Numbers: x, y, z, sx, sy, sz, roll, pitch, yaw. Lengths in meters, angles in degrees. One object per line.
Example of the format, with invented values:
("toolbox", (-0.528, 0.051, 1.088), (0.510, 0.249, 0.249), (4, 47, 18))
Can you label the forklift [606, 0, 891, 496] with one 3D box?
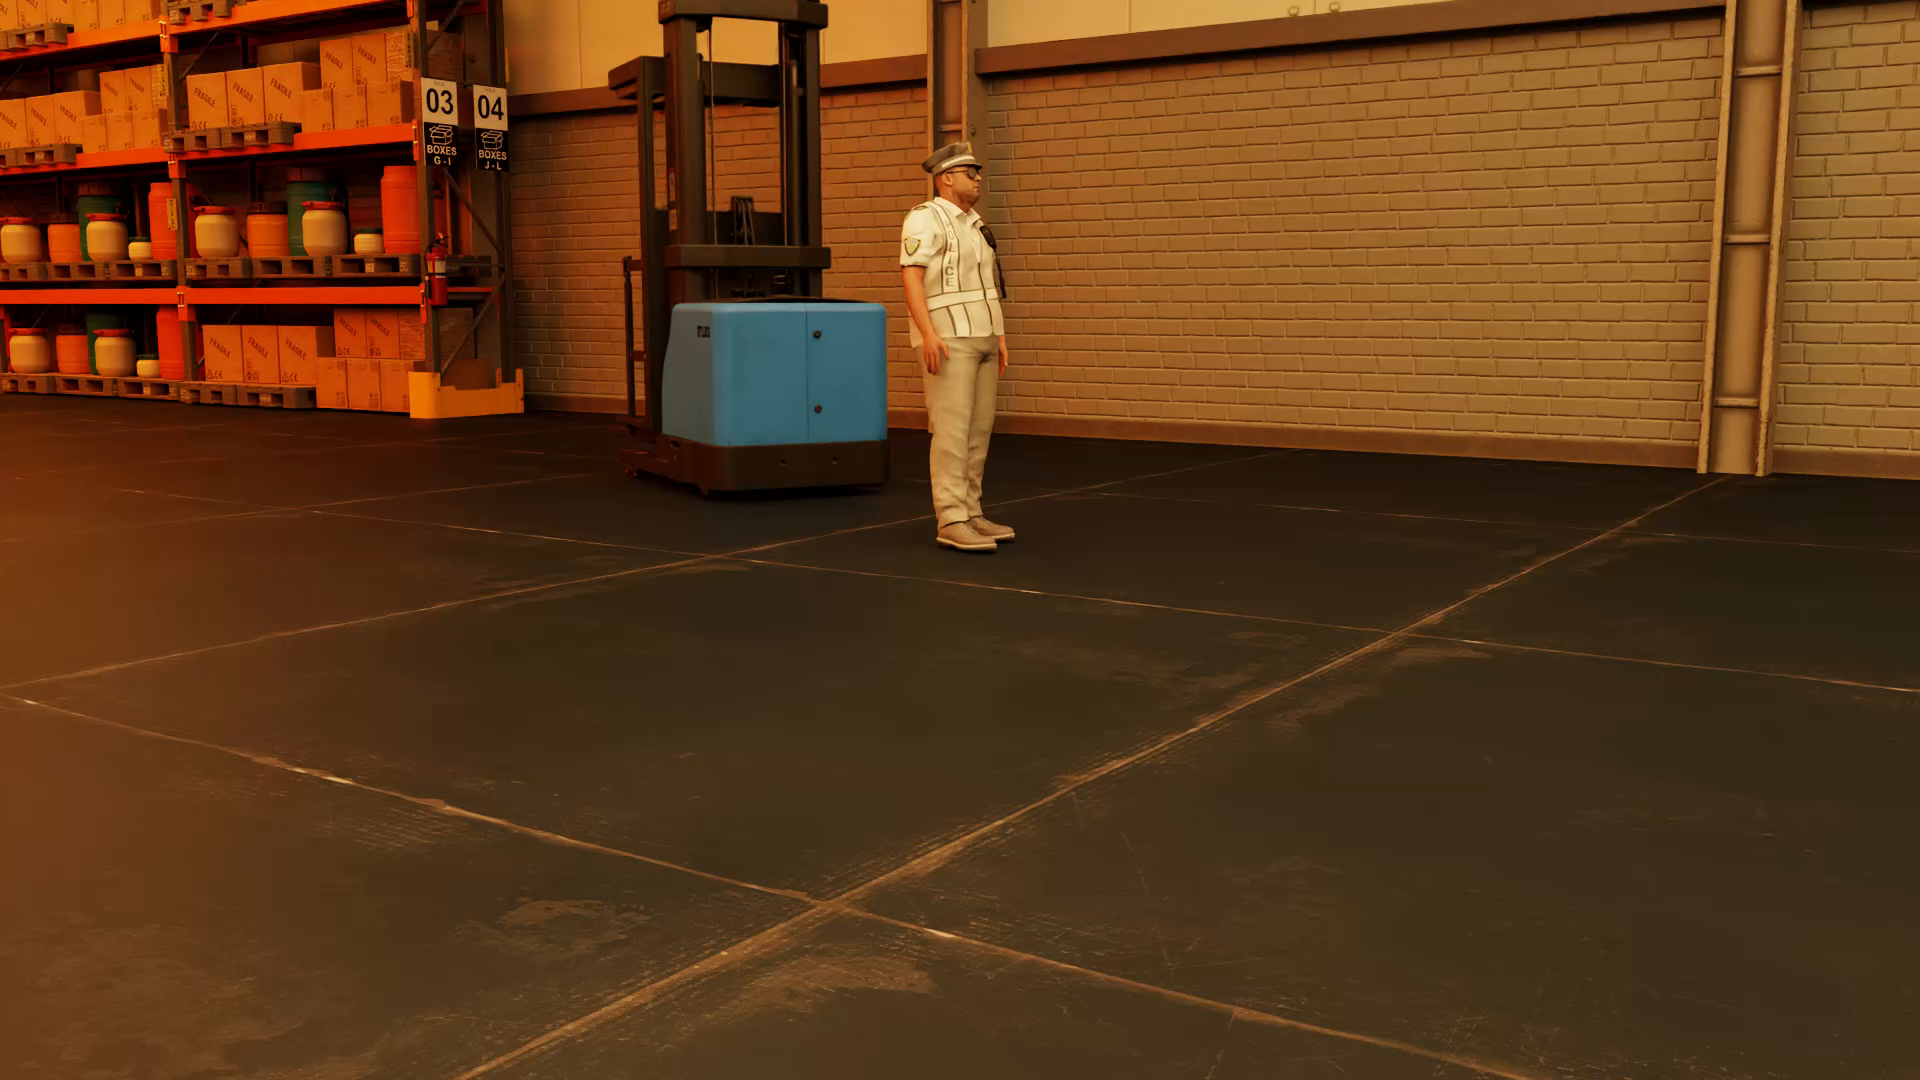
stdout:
("forklift", (-1.503, -1.862, 10.288), (1.130, 2.935, 3.031), (-4, 9, -26))

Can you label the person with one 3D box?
("person", (0.059, -0.881, 7.425), (0.574, 1.778, 0.641), (5, 10, 34))
